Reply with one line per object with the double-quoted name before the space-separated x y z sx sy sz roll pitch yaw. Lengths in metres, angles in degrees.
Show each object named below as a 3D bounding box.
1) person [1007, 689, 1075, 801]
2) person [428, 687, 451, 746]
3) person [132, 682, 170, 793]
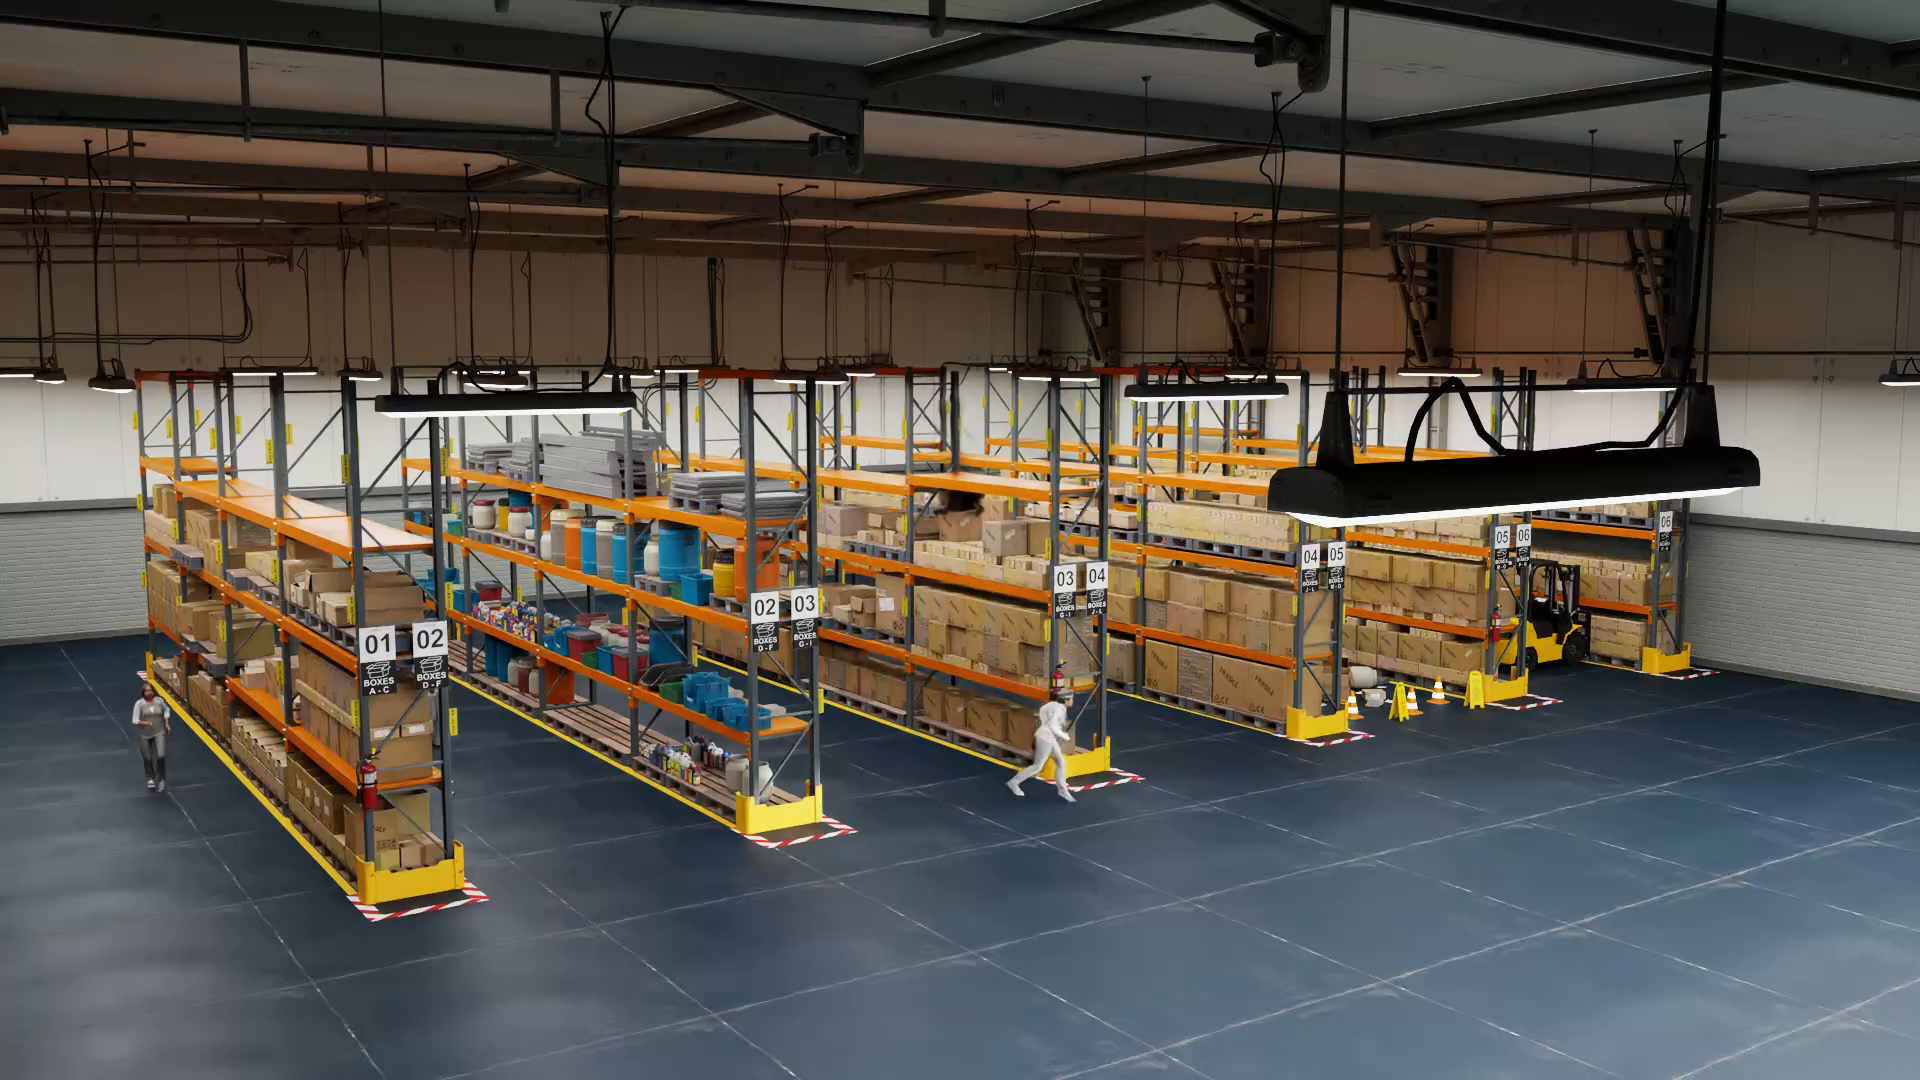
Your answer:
"person" 1.145 2.913 23.513 0.978 1.628 0.653 -1 6 -7
"person" -8.510 2.478 26.906 0.562 1.650 0.589 -6 9 -43
"person" -11.605 2.842 23.907 0.508 1.604 0.661 -4 7 -30
